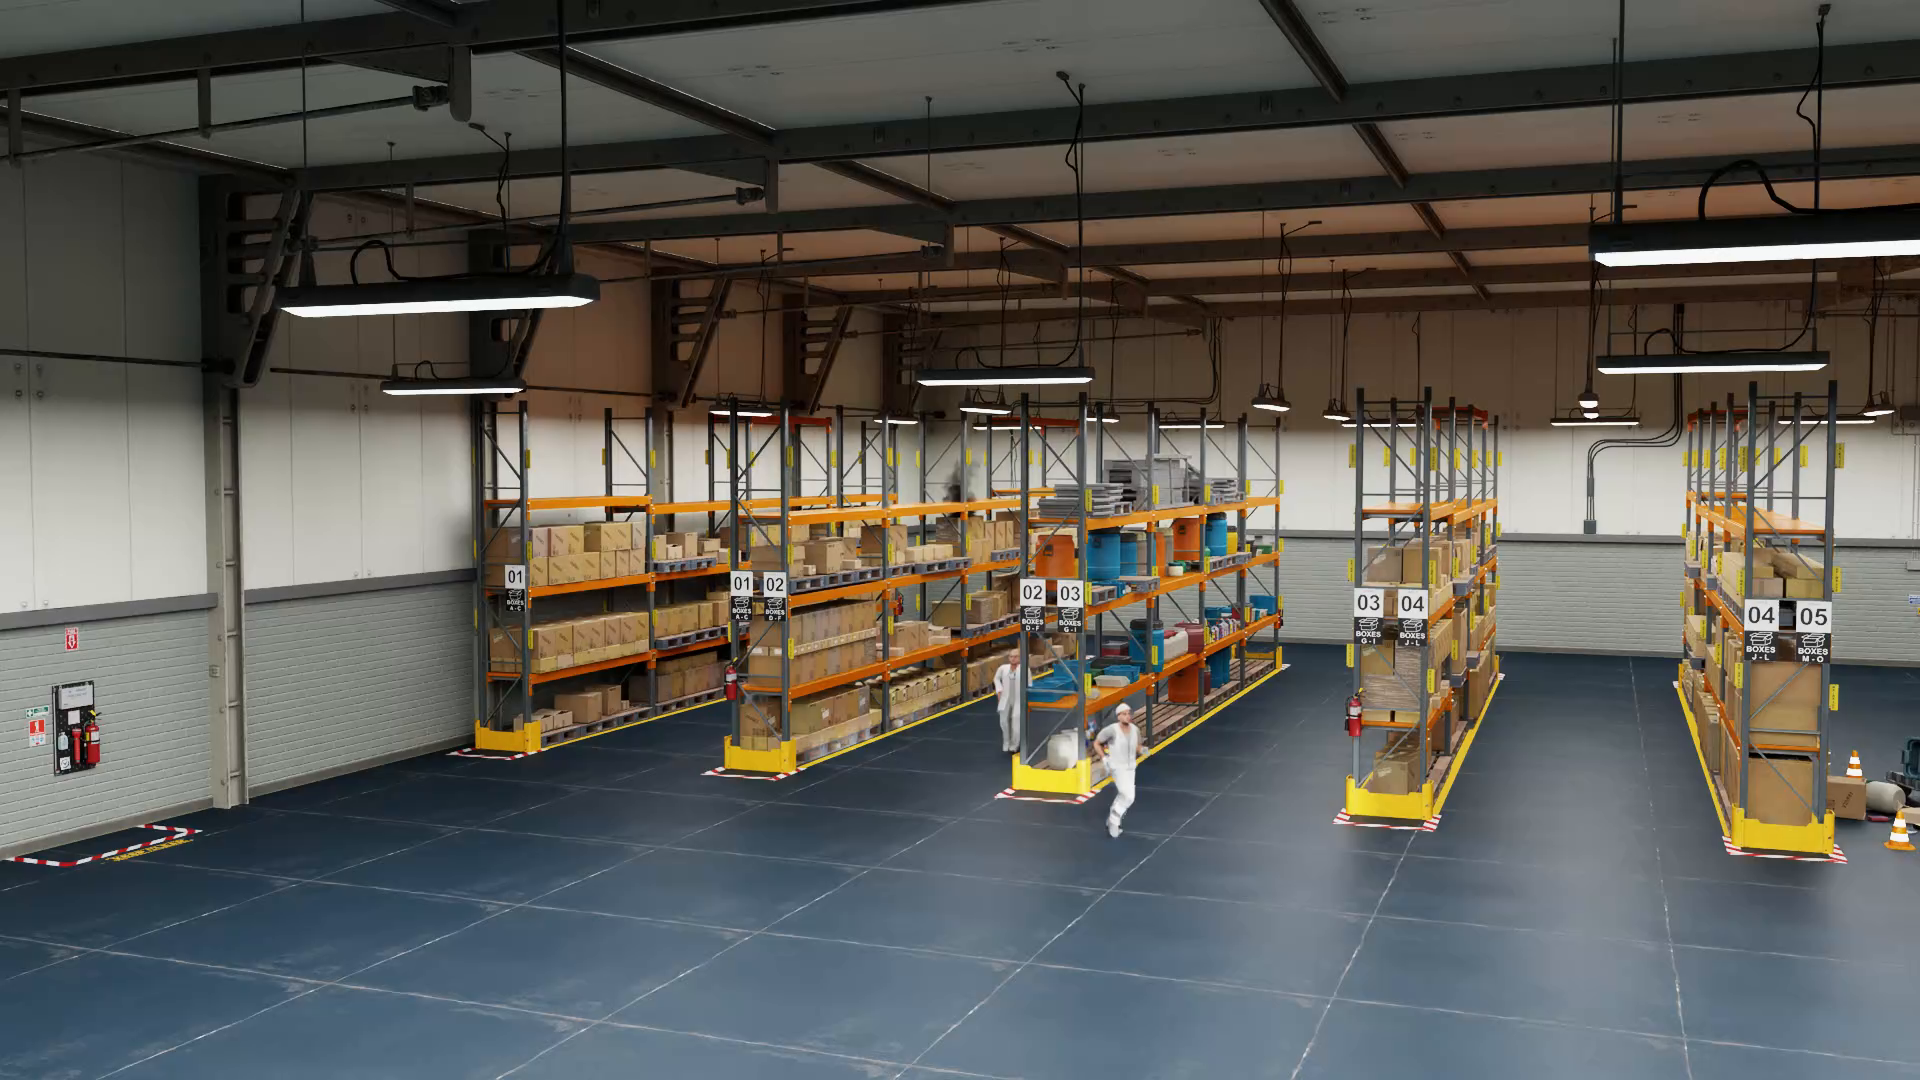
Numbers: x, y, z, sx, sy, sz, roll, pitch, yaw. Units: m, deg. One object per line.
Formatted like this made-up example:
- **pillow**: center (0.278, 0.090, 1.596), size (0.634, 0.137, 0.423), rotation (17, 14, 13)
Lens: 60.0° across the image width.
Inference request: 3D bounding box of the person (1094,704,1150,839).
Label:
- **person**: center (2.185, 3.049, 21.961), size (0.623, 1.781, 0.679), rotation (-2, 3, -36)

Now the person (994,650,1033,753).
- **person**: center (0.883, 2.794, 28.198), size (0.680, 1.664, 0.696), rotation (0, 3, 9)

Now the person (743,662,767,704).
- **person**: center (-3.741, 2.676, 30.546), size (0.542, 1.733, 0.714), rotation (1, 3, 16)
